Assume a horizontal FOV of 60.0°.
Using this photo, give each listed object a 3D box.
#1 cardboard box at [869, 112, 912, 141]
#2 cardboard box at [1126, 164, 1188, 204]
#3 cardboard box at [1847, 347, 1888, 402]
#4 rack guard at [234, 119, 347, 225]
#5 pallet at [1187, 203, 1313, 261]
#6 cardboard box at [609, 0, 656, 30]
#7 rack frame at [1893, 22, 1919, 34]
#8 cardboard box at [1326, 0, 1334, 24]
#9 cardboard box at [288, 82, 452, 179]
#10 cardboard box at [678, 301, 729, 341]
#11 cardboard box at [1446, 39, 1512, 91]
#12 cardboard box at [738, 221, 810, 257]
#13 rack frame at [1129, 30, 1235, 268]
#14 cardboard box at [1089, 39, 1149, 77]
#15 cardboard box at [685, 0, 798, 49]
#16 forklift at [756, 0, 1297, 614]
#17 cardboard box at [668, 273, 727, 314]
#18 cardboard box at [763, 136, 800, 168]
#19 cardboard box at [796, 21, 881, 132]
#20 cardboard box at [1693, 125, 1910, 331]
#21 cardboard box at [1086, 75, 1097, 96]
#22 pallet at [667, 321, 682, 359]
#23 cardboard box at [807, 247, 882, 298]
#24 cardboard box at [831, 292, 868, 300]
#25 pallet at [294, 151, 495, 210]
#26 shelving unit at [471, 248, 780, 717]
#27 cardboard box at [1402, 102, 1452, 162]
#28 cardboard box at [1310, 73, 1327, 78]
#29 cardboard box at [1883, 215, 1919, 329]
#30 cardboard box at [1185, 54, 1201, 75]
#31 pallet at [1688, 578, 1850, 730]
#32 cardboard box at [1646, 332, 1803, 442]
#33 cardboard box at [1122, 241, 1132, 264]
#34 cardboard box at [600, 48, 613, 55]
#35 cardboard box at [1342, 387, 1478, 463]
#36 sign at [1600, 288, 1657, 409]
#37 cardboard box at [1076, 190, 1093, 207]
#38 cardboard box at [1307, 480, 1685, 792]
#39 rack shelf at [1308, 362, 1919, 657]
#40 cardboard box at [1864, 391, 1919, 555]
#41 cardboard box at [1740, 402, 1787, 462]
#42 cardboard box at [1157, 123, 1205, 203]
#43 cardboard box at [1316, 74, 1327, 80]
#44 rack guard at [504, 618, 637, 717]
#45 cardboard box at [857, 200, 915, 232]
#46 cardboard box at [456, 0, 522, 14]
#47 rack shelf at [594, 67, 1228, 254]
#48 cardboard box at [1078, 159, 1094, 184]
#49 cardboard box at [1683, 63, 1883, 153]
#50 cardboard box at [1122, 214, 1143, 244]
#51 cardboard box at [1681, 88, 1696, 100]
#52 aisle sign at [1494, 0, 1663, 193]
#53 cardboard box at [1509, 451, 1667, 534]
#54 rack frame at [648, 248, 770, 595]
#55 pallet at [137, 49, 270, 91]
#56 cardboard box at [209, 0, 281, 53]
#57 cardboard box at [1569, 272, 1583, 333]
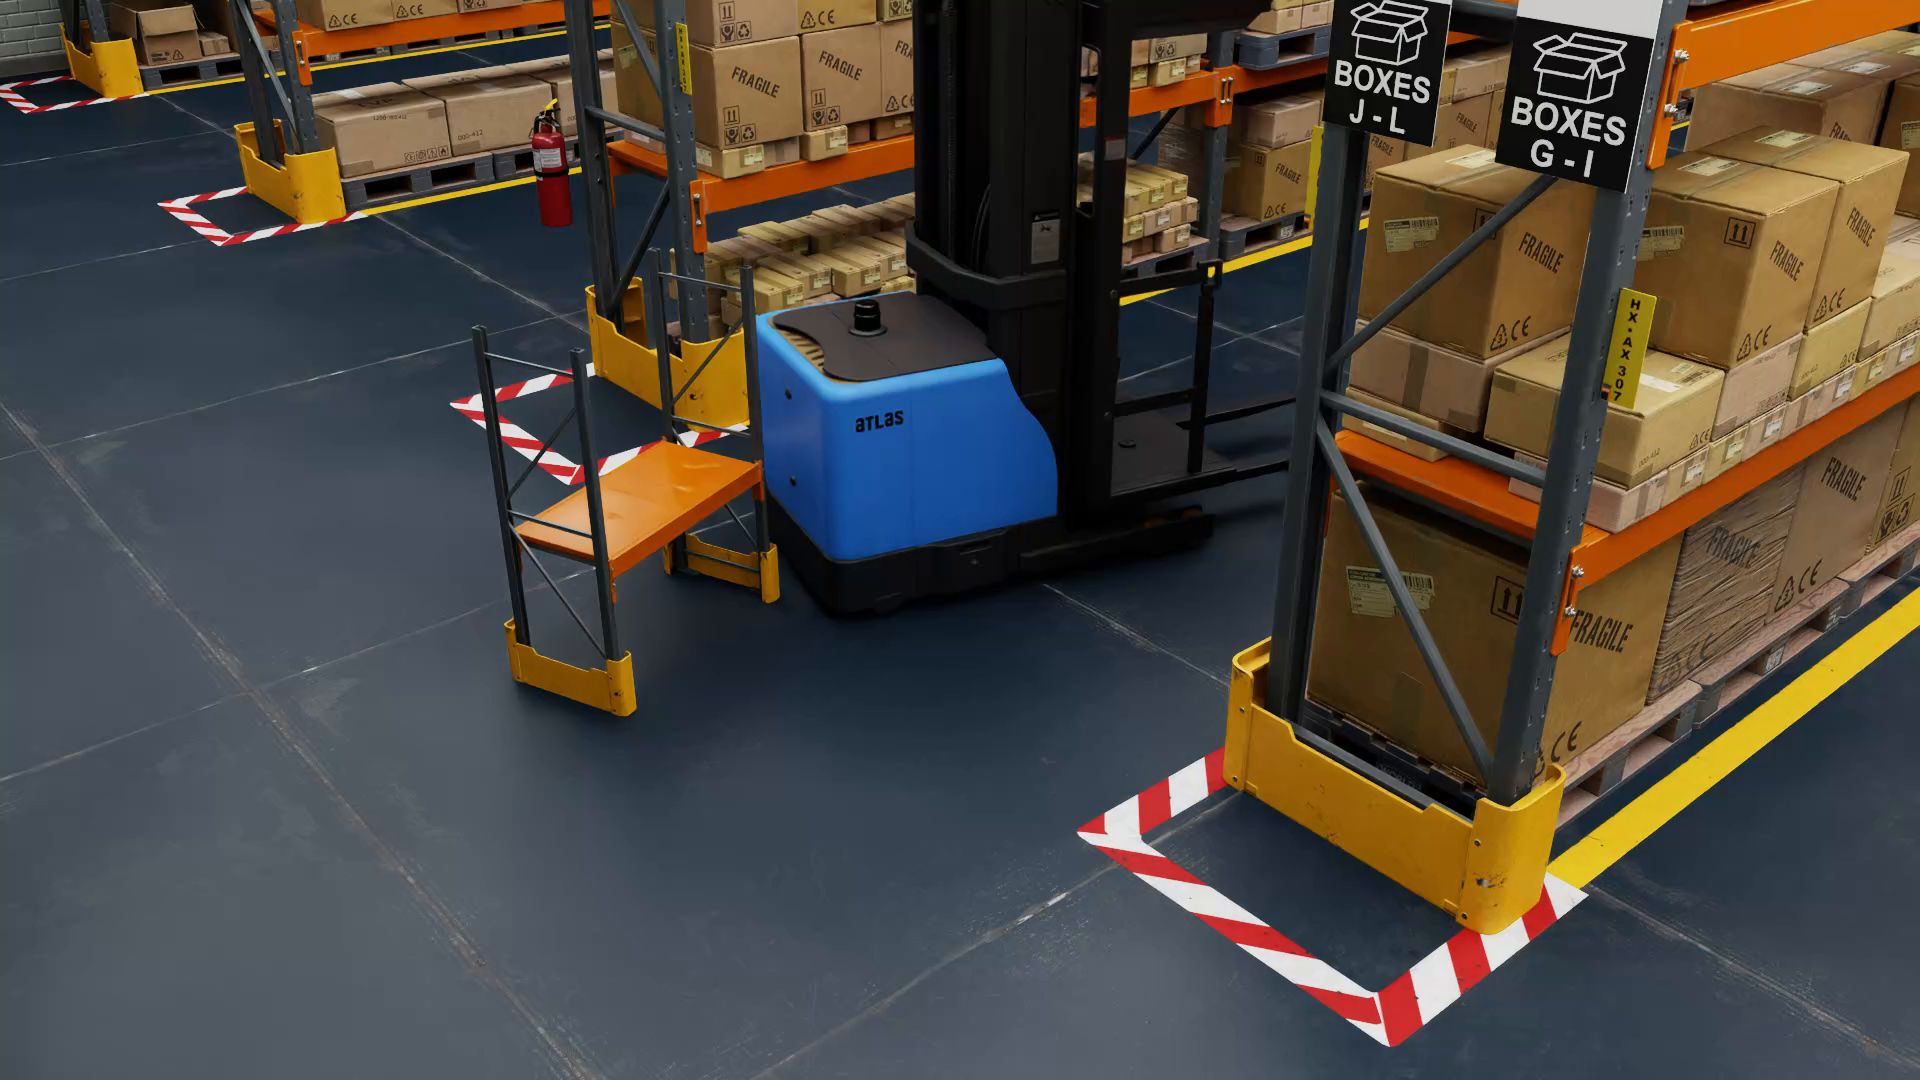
[{"bbox_3d":[-0.479,-2.343,9.219,0.250,0.149,0.380,-22,35,-35],"label":"cardboard box"},{"bbox_3d":[1.266,-2.326,10.868,0.250,0.149,0.380,-21,34,-34],"label":"cardboard box"},{"bbox_3d":[3.121,-0.655,6.060,0.250,0.149,0.380,-23,36,-36],"label":"cardboard box"},{"bbox_3d":[-4.983,-2.748,12.362,0.348,0.500,1.175,-22,35,-35],"label":"rack guard"},{"bbox_3d":[1.959,-2.347,11.917,1.213,0.211,1.003,-22,35,-35],"label":"pallet"},{"bbox_3d":[-1.489,-2.960,8.623,0.500,0.500,0.500,-23,36,-36],"label":"cardboard box"},{"bbox_3d":[4.510,-1.528,7.428,0.127,3.000,1.000,-22,35,-35],"label":"rack frame"},{"bbox_3d":[2.366,-3.530,10.994,0.250,0.149,0.380,-22,35,-35],"label":"cardboard box"},{"bbox_3d":[-4.528,-3.151,12.737,0.875,0.438,0.875,-23,36,-37],"label":"cardboard box"},{"bbox_3d":[-1.410,-1.278,9.538,0.250,0.149,0.380,-21,35,-34],"label":"cardboard box"},{"bbox_3d":[4.061,-3.672,12.849,0.500,0.250,0.500,-23,36,-36],"label":"cardboard box"},{"bbox_3d":[-1.094,-1.738,9.768,0.250,0.149,0.380,-23,36,-36],"label":"cardboard box"},{"bbox_3d":[1.368,-3.338,10.813,0.127,3.000,1.000,-22,35,-35],"label":"rack frame"},{"bbox_3d":[0.787,-3.105,9.957,0.500,0.500,0.500,-23,36,-36],"label":"cardboard box"},{"bbox_3d":[-1.161,-2.773,8.273,0.500,0.500,0.500,-22,35,-35],"label":"cardboard box"},{"bbox_3d":[0.612,-1.439,7.334,3.031,2.935,1.130,-13,31,-23],"label":"forklift"},{"bbox_3d":[-1.459,-1.437,9.520,0.250,0.149,0.380,-23,36,-36],"label":"cardboard box"},{"bbox_3d":[-1.049,-2.078,8.722,0.250,0.149,0.380,-20,34,-33],"label":"cardboard box"},{"bbox_3d":[-0.764,-2.501,8.825,0.500,0.500,0.500,-22,35,-35],"label":"cardboard box"},{"bbox_3d":[2.778,-1.064,5.607,0.500,0.500,0.500,-23,36,-36],"label":"cardboard box"},{"bbox_3d":[0.694,-2.823,10.117,0.250,0.149,0.380,-23,36,-36],"label":"cardboard box"},{"bbox_3d":[-0.977,-1.143,9.666,1.213,0.211,1.003,-22,35,-35],"label":"pallet"},{"bbox_3d":[-0.650,-1.502,9.325,0.250,0.149,0.380,-22,35,-35],"label":"cardboard box"},{"bbox_3d":[-0.736,-1.412,9.473,0.250,0.149,0.380,-21,35,-34],"label":"cardboard box"},{"bbox_3d":[-4.408,-2.901,12.954,1.213,0.211,1.003,-22,35,-35],"label":"pallet"},{"bbox_3d":[-1.298,-0.260,6.645,0.587,1.500,1.083,14,31,25],"label":"shelving unit"},{"bbox_3d":[3.291,-3.024,12.433,0.500,0.500,0.500,-24,36,-37],"label":"cardboard box"},{"bbox_3d":[2.563,-3.389,12.320,0.500,0.250,0.500,-24,36,-37],"label":"cardboard box"},{"bbox_3d":[3.564,-1.049,6.374,0.500,0.250,0.500,-21,35,-34],"label":"cardboard box"},{"bbox_3d":[1.302,-3.056,10.552,0.250,0.149,0.380,-22,35,-35],"label":"cardboard box"},{"bbox_3d":[2.952,0.281,7.000,1.213,0.211,1.003,-22,35,-35],"label":"pallet"},{"bbox_3d":[2.399,-0.581,5.499,0.500,0.250,0.500,-22,35,-35],"label":"cardboard box"},{"bbox_3d":[0.879,-1.870,10.646,0.250,0.149,0.380,-23,36,-36],"label":"cardboard box"},{"bbox_3d":[-2.469,-3.983,14.294,0.875,0.438,0.875,-22,35,-36],"label":"cardboard box"},{"bbox_3d":[1.524,-0.421,5.622,0.250,0.149,0.380,-21,35,-34],"label":"cardboard box"},{"bbox_3d":[1.823,-0.521,4.539,0.005,0.325,0.100,-22,35,-35],"label":"sign"},{"bbox_3d":[0.665,-2.103,10.451,0.250,0.149,0.380,-21,34,-33],"label":"cardboard box"},{"bbox_3d":[1.902,0.223,5.960,0.875,0.875,0.875,-22,35,-35],"label":"cardboard box"},{"bbox_3d":[2.989,-0.599,6.452,4.000,0.370,1.077,-22,35,-35],"label":"rack shelf"},{"bbox_3d":[3.956,-0.603,7.505,0.875,0.875,0.875,-22,35,-35],"label":"cardboard box"},{"bbox_3d":[2.538,-0.422,5.624,0.250,0.149,0.380,-23,35,-36],"label":"cardboard box"},{"bbox_3d":[1.767,-2.737,11.896,0.500,0.500,0.500,-23,36,-36],"label":"cardboard box"},{"bbox_3d":[2.896,-3.201,11.968,0.500,0.250,0.500,-20,34,-33],"label":"cardboard box"},{"bbox_3d":[-1.537,0.497,6.555,0.587,0.250,0.087,14,31,25],"label":"rack guard"},{"bbox_3d":[-0.415,-1.938,10.142,0.250,0.149,0.380,-23,36,-36],"label":"cardboard box"},{"bbox_3d":[-3.648,-4.260,12.433,0.500,0.500,0.500,-22,35,-35],"label":"cardboard box"},{"bbox_3d":[-0.154,-2.409,9.838,4.000,0.370,1.077,-22,35,-35],"label":"rack shelf"},{"bbox_3d":[0.723,-2.434,11.070,0.250,0.149,0.380,-20,34,-33],"label":"cardboard box"},{"bbox_3d":[3.207,-1.561,6.536,0.500,0.500,0.500,-23,36,-36],"label":"cardboard box"},{"bbox_3d":[0.944,-2.011,10.594,0.250,0.149,0.380,-23,36,-37],"label":"cardboard box"},{"bbox_3d":[6.303,-4.462,14.859,0.750,0.750,1.050,-22,35,-35],"label":"cardboard box"},{"bbox_3d":[1.607,-1.322,4.283,0.004,0.787,0.394,-22,35,-35],"label":"aisle sign"},{"bbox_3d":[1.951,-0.184,5.179,0.250,0.149,0.380,-21,35,-34],"label":"cardboard box"},{"bbox_3d":[-1.049,-0.474,7.046,0.500,1.500,0.032,14,31,25],"label":"rack frame"},{"bbox_3d":[-7.526,-4.674,16.273,1.213,0.211,1.003,-22,35,-35],"label":"pallet"},{"bbox_3d":[-6.987,-5.120,16.355,0.500,0.500,0.700,-20,34,-33],"label":"cardboard box"},{"bbox_3d":[2.050,-0.768,5.849,0.500,0.250,0.500,-23,35,-36],"label":"cardboard box"}]
